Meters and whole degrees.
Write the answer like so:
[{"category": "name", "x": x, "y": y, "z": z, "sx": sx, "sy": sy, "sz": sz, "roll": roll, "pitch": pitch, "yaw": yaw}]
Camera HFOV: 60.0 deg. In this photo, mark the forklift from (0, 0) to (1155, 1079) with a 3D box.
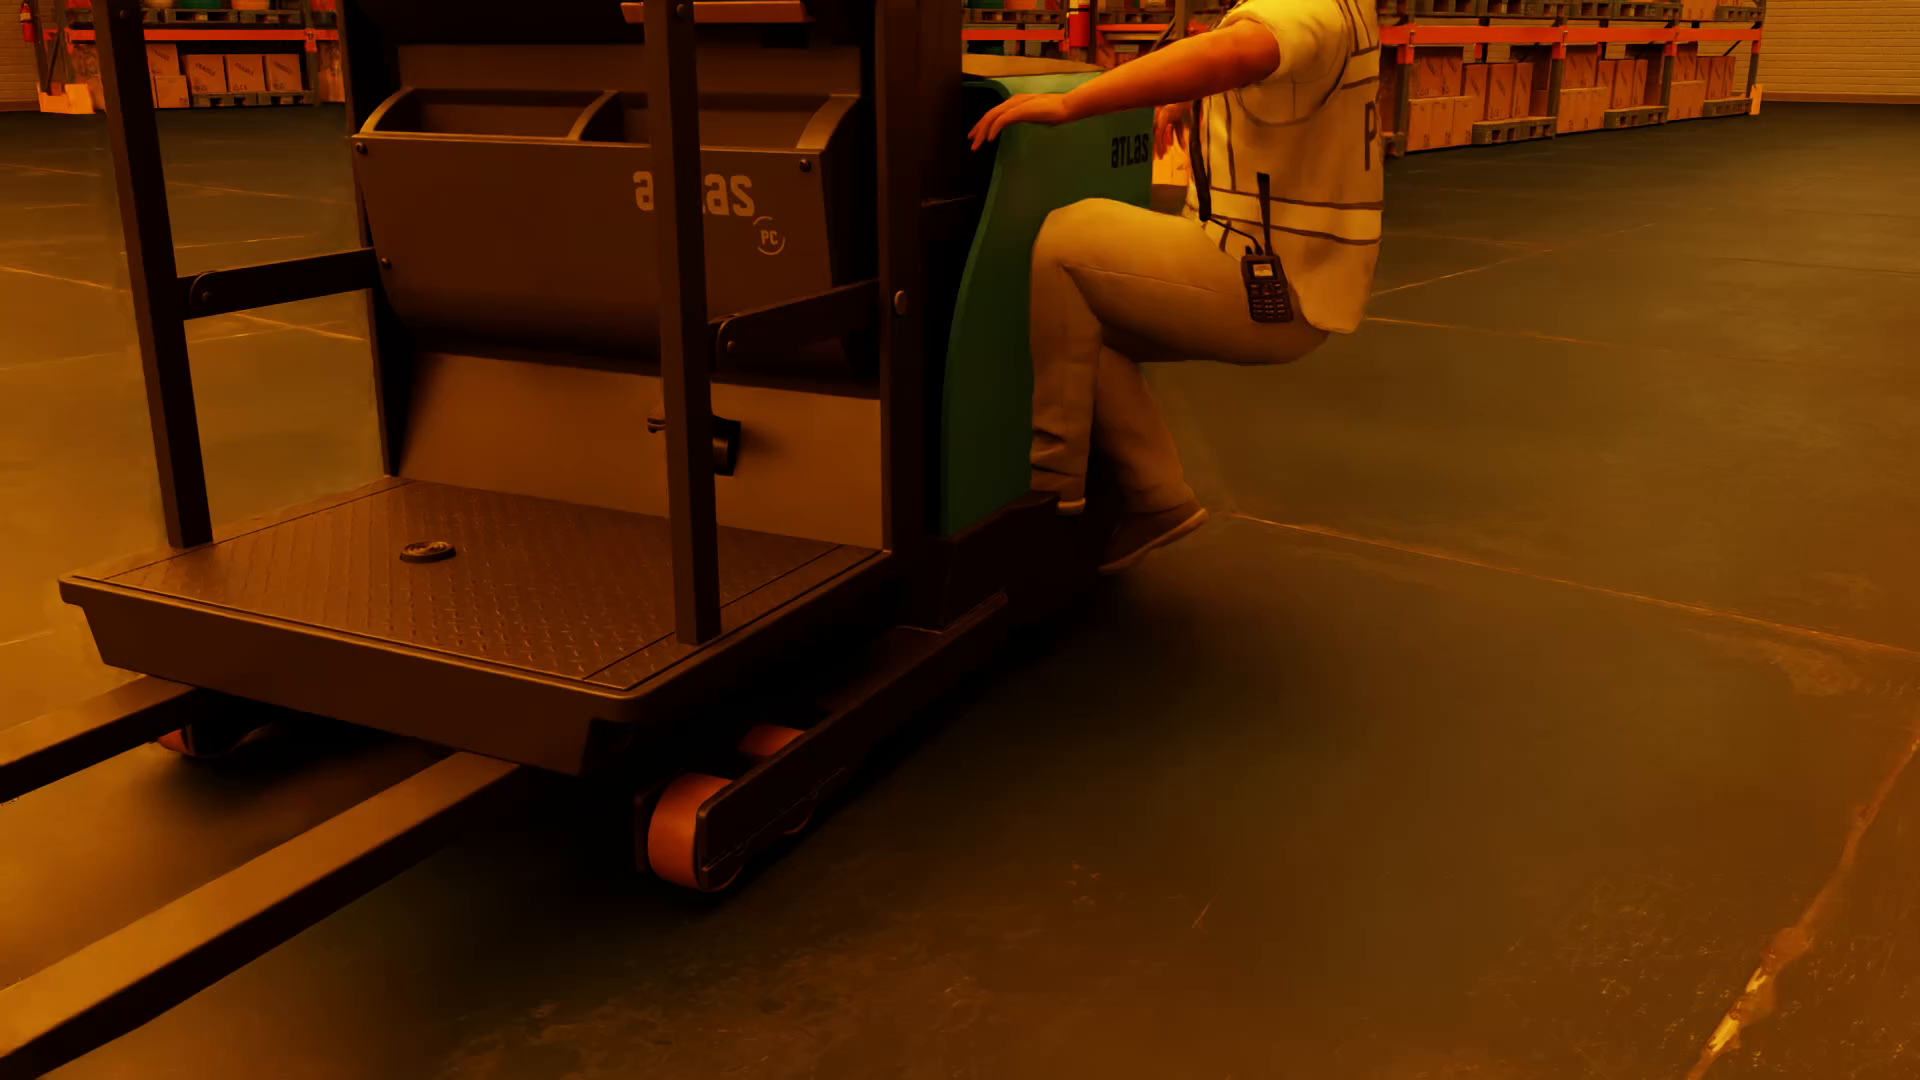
[{"category": "forklift", "x": -0.680, "y": -1.056, "z": 2.375, "sx": 1.130, "sy": 2.935, "sz": 3.031, "roll": 8, "pitch": 19, "yaw": 25}]
